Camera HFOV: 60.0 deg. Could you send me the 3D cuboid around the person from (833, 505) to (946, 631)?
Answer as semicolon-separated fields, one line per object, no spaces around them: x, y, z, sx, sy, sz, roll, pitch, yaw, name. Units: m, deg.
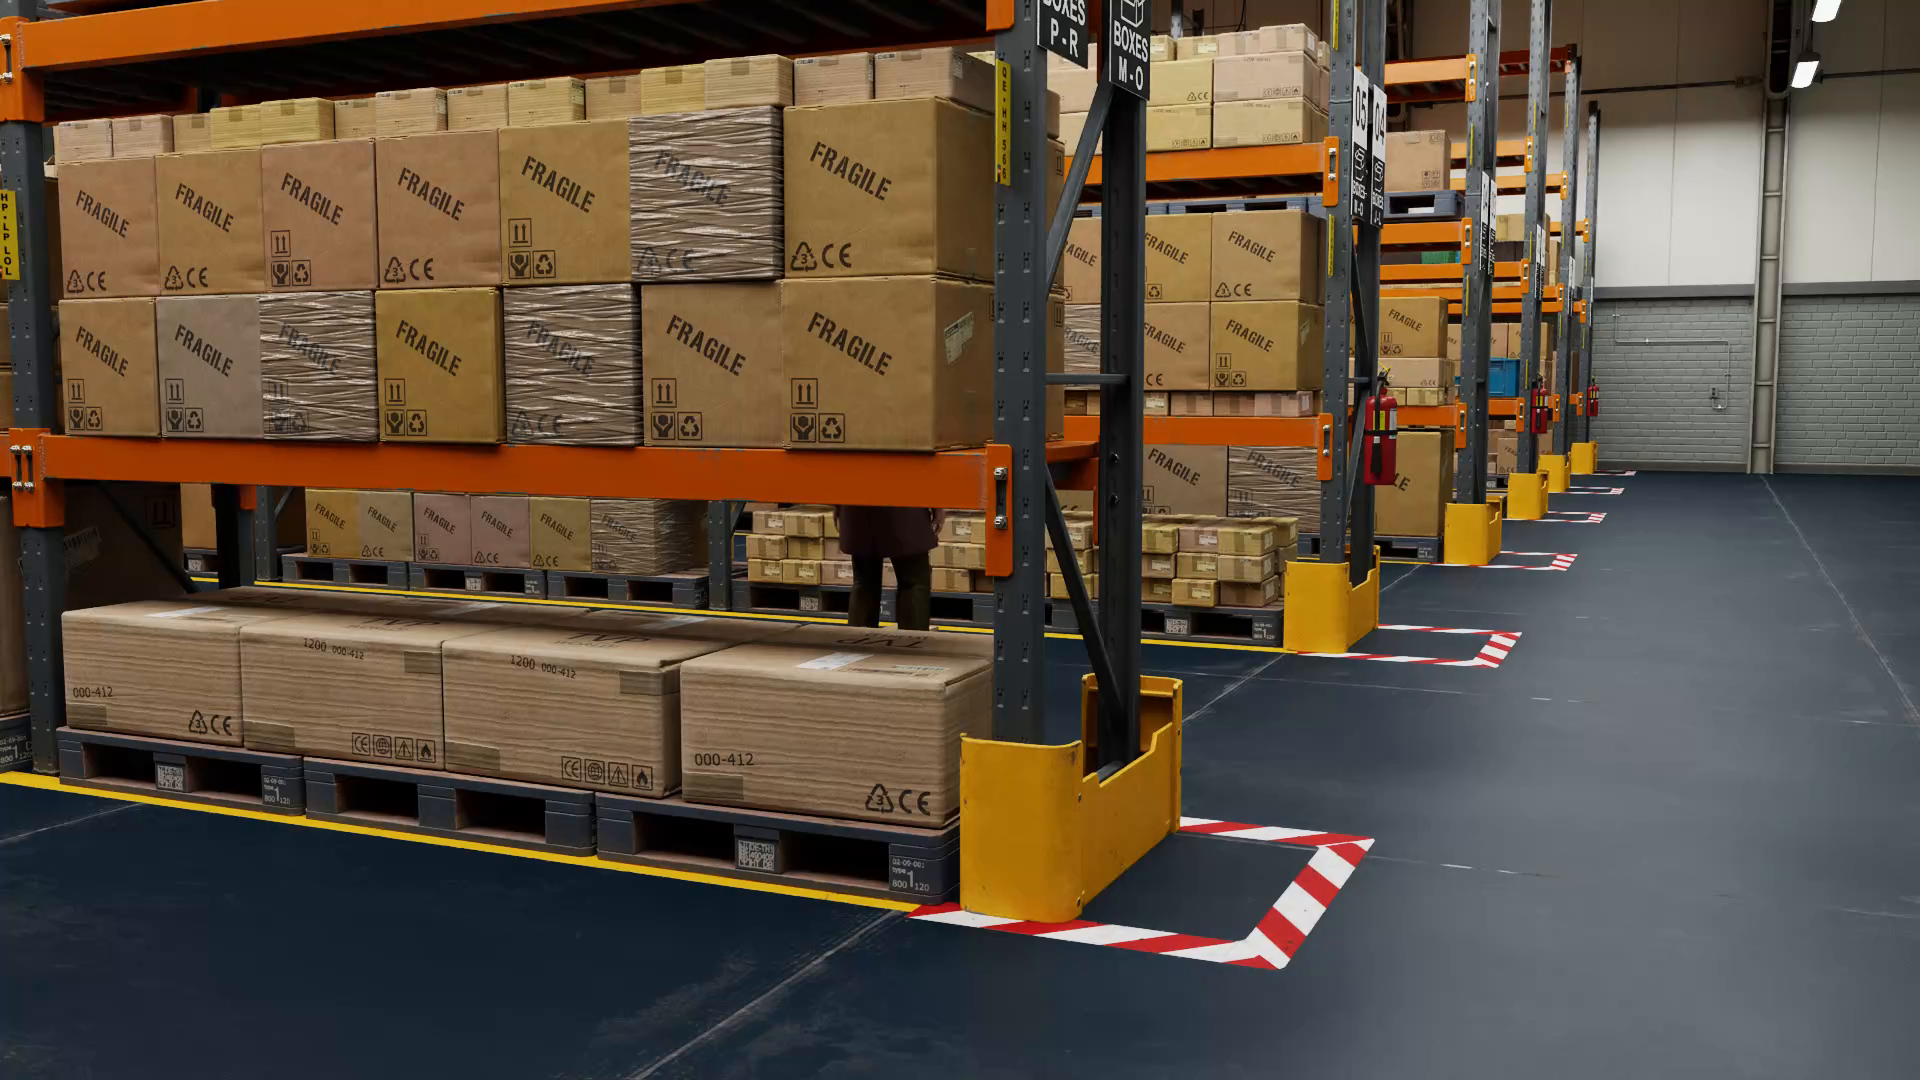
-0.365;-0.163;8.184;0.645;1.774;0.419;2;6;23;person
